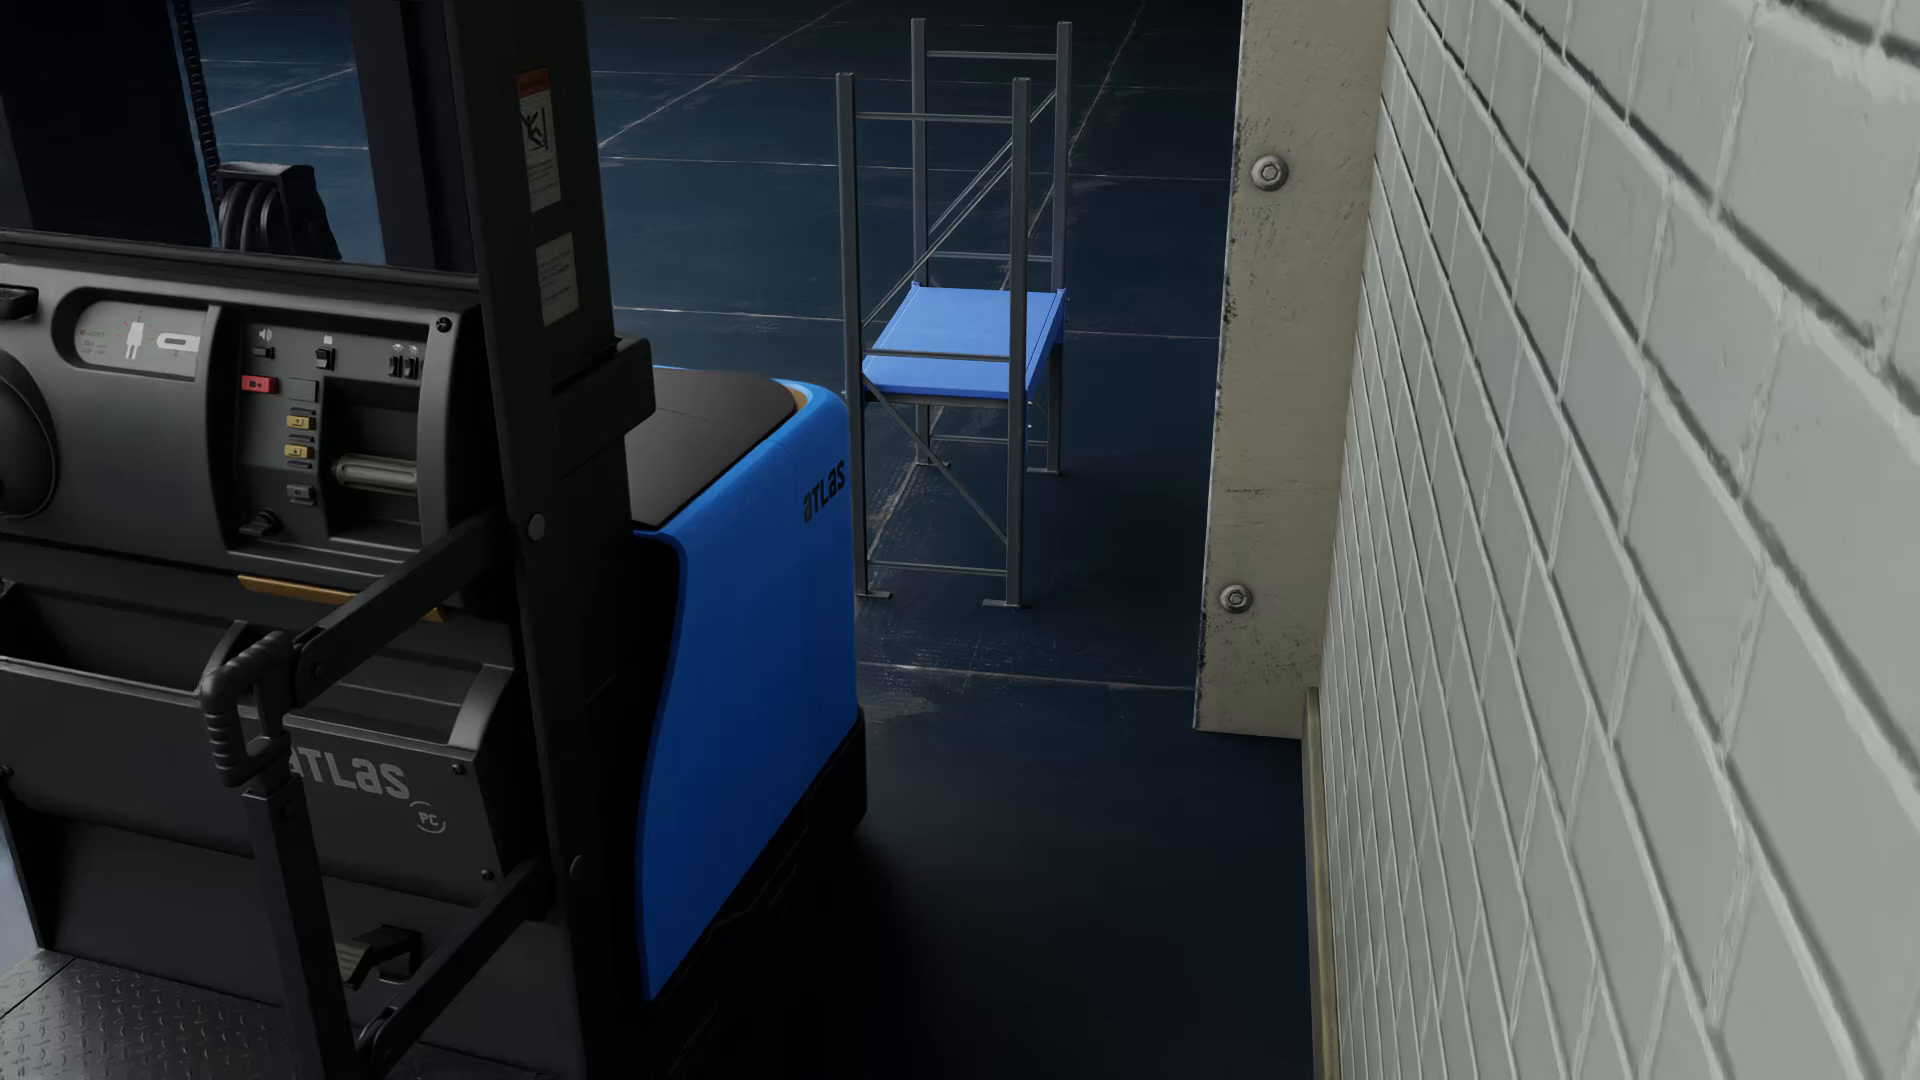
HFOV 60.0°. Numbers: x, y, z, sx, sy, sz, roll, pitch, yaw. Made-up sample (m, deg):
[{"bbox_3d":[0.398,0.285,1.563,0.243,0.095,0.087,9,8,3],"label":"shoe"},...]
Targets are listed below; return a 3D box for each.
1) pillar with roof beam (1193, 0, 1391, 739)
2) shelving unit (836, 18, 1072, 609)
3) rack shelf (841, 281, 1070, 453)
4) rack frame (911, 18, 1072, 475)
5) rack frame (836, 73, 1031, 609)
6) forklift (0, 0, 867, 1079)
[{"bbox_3d":[-3.471,-3.965,3.106,9.100,9.000,0.400,4,25,9],"label":"pillar with roof beam"},{"bbox_3d":[0.014,-0.715,5.008,0.538,1.500,1.048,4,25,9],"label":"shelving unit"},{"bbox_3d":[0.014,-0.552,5.085,0.538,0.185,1.000,4,25,9],"label":"rack shelf"},{"bbox_3d":[0.097,-0.928,5.462,0.500,1.500,0.032,4,25,9],"label":"rack frame"},{"bbox_3d":[-0.069,-0.502,4.554,0.500,1.500,0.032,4,25,9],"label":"rack frame"},{"bbox_3d":[-1.152,-0.142,2.096,1.130,2.935,3.031,8,26,16],"label":"forklift"}]
